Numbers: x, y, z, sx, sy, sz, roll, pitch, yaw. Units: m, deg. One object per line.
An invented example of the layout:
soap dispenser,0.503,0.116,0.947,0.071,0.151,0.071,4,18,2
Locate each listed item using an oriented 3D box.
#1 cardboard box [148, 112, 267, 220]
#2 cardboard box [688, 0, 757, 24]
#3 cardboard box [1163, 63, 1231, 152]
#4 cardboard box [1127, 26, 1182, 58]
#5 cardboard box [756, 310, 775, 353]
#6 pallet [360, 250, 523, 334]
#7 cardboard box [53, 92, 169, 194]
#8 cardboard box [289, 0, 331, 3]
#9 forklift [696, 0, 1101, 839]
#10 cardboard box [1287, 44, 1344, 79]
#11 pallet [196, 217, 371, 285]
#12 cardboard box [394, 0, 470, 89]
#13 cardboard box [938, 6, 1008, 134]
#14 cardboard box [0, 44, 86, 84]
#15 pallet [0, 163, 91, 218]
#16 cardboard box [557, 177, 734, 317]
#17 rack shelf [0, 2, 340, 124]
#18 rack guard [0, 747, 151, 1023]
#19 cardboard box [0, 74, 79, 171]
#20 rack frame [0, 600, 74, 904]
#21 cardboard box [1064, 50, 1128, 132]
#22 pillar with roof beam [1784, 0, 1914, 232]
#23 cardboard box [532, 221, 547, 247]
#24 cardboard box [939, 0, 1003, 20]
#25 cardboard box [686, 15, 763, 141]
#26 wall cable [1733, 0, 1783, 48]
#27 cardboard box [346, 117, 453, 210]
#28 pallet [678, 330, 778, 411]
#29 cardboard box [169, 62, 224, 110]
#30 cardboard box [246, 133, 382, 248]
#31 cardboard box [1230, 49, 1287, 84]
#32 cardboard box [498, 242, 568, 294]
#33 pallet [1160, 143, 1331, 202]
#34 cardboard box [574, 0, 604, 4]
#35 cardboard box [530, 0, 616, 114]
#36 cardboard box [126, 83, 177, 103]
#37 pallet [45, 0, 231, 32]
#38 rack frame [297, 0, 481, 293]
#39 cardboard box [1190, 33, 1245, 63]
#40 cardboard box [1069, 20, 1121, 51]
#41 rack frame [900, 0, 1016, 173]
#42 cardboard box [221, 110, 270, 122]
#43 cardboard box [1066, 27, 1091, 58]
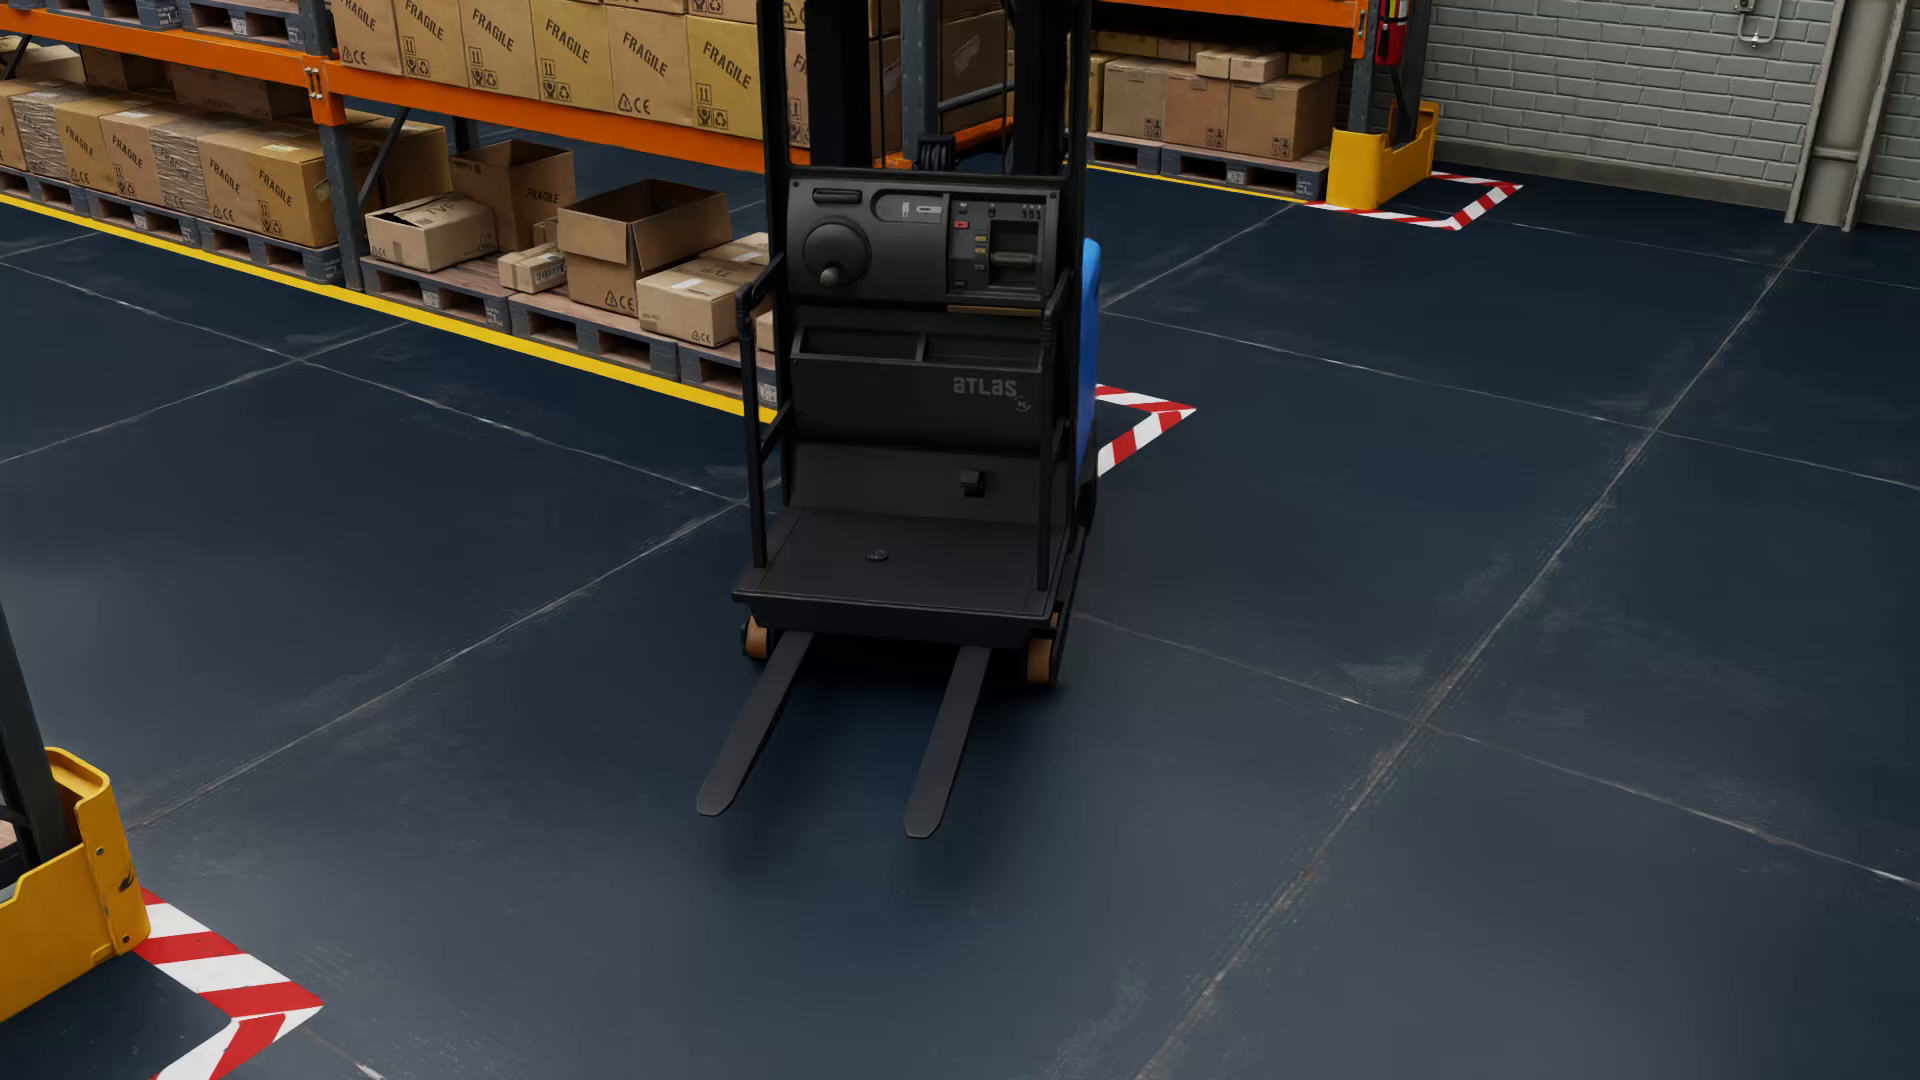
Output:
cardboard box,-4.591,-2.316,10.264,0.500,0.500,0.500,18,32,31
cardboard box,-0.849,-2.559,7.259,0.500,0.500,0.500,18,32,32
cardboard box,1.846,-3.125,11.876,0.500,0.500,0.700,17,32,30
cardboard box,1.429,-3.653,12.199,0.250,0.149,0.380,18,32,31
cardboard box,-0.780,-1.047,8.138,0.250,0.166,0.380,17,32,30
pallet,-2.641,-1.536,9.535,1.213,0.211,1.003,17,32,30
cardboard box,-5.445,-2.578,10.779,0.500,0.500,0.500,17,31,30
cardboard box,-3.470,-3.392,9.535,0.500,0.500,0.700,7,28,13
forklift,-0.163,-0.980,5.445,1.130,2.935,3.031,4,27,9
cardboard box,2.475,-3.328,11.561,0.250,0.149,0.380,18,32,31
pallet,-3.898,-1.907,10.265,1.213,0.211,1.003,17,32,30
cardboard box,-2.517,-2.637,8.514,0.500,0.500,0.500,18,32,31
cardboard box,-0.126,-2.185,7.626,0.500,0.500,0.500,18,32,31
cardboard box,-6.769,-3.438,12.149,0.500,0.311,0.500,19,32,32
pallet,-5.910,-2.534,11.496,1.213,0.211,1.003,17,32,30
cardboard box,-1.655,-1.558,8.772,0.637,0.503,0.797,17,32,30
rack shelf,-4.855,-3.148,10.422,4.000,0.370,1.077,17,32,30
rack guard,-2.690,1.038,4.159,0.348,0.500,1.175,17,32,30
cardboard box,-6.290,-2.841,11.296,0.500,0.500,0.500,19,32,32
rack frame,-2.717,-0.077,3.594,0.127,3.000,1.000,17,32,30
cardboard box,0.988,-3.388,12.393,0.500,0.500,0.700,18,32,31
pillar with roof beam,3.170,-4.475,5.622,0.400,9.000,9.100,17,32,30
cardboard box,-2.233,-1.767,9.572,0.250,0.149,0.380,17,32,30
cardboard box,-0.126,-2.631,7.400,0.500,0.500,0.500,18,32,32
cardboard box,-0.862,-2.118,7.494,0.500,0.500,0.500,18,32,31
wall cable,4.483,-4.259,10.691,1.851,1.984,0.084,17,32,30
cardboard box,-3.467,-2.253,10.140,0.500,0.500,0.500,16,31,28
pallet,-0.630,-0.909,8.304,1.213,0.211,1.003,17,32,30
cardboard box,-4.705,-2.972,10.727,0.500,0.250,0.500,17,31,29
cardboard box,-3.775,-2.057,9.755,0.500,0.500,0.500,17,32,30
cardboard box,2.050,-3.250,11.408,0.250,0.149,0.380,17,31,30
cardboard box,-2.264,-1.482,8.993,0.250,0.166,0.380,17,32,30
pallet,2.189,-2.714,11.851,1.213,0.211,1.003,17,32,30
cardboard box,-1.702,-2.822,7.776,0.500,0.500,0.500,18,32,32
cardboard box,-1.686,-2.377,8.004,0.500,0.500,0.500,17,31,30
cardboard box,-5.173,-2.779,11.174,0.500,0.500,0.500,16,31,29
pallet,-4.898,-3.399,10.334,1.213,0.211,1.003,17,32,30
rack frame,-3.206,-2.955,9.250,0.127,3.000,1.000,17,32,30
cardboard box,1.851,-3.522,11.942,0.250,0.149,0.380,18,32,31
cardboard box,1.007,-3.784,12.457,0.250,0.149,0.380,18,32,31
rack frame,0.091,-1.928,7.231,0.127,3.000,1.000,17,32,30
cardboard box,-4.321,-2.517,10.659,0.500,0.500,0.500,18,32,31
cardboard box,0.763,-3.650,12.193,0.250,0.149,0.380,16,31,29
